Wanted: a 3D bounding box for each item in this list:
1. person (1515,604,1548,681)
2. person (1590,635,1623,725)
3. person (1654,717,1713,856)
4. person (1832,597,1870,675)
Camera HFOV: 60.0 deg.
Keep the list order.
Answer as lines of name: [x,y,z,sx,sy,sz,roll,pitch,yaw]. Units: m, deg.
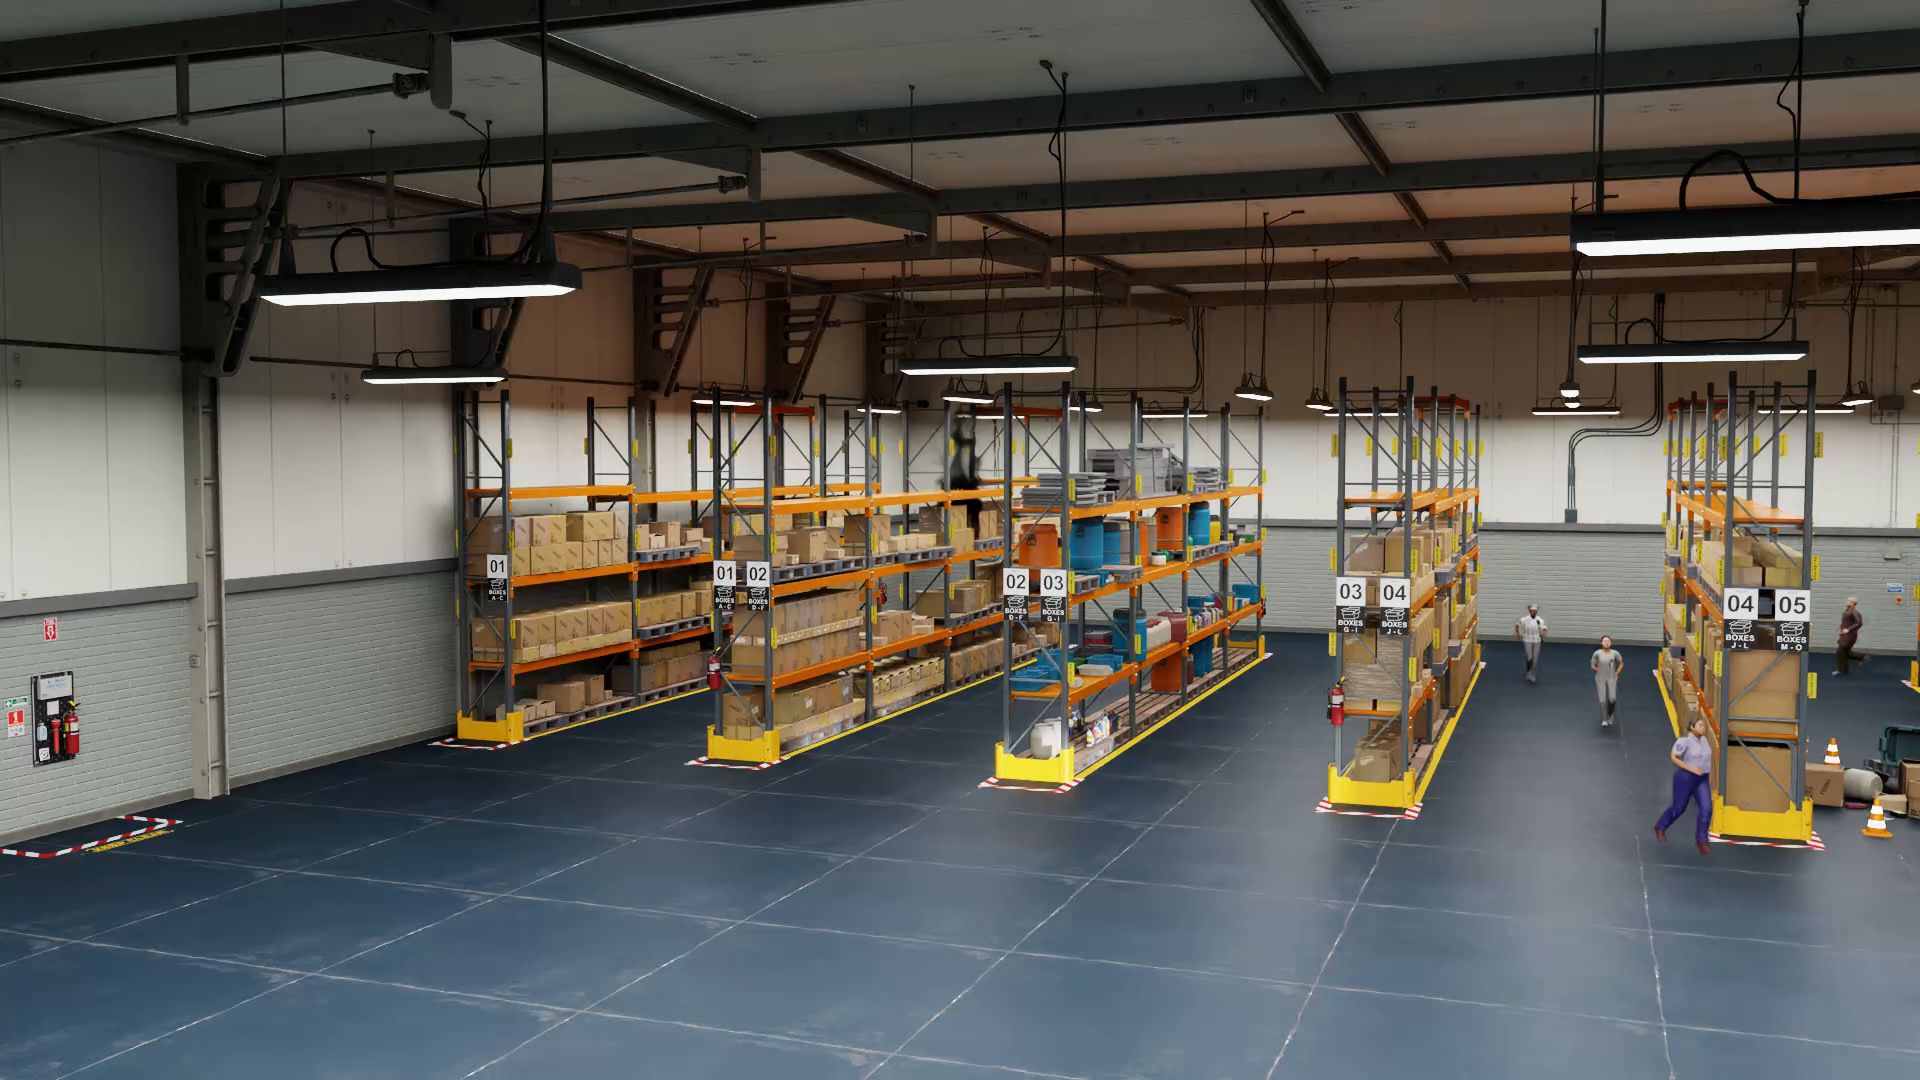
person: [12.275,2.209,35.666,0.637,1.672,0.640,1,3,9]
person: [11.611,2.531,29.853,0.554,1.627,0.548,1,3,20]
person: [9.189,3.040,20.851,0.657,1.660,0.863,-1,3,-18]
person: [19.655,2.130,36.628,0.767,1.753,0.712,1,3,18]
